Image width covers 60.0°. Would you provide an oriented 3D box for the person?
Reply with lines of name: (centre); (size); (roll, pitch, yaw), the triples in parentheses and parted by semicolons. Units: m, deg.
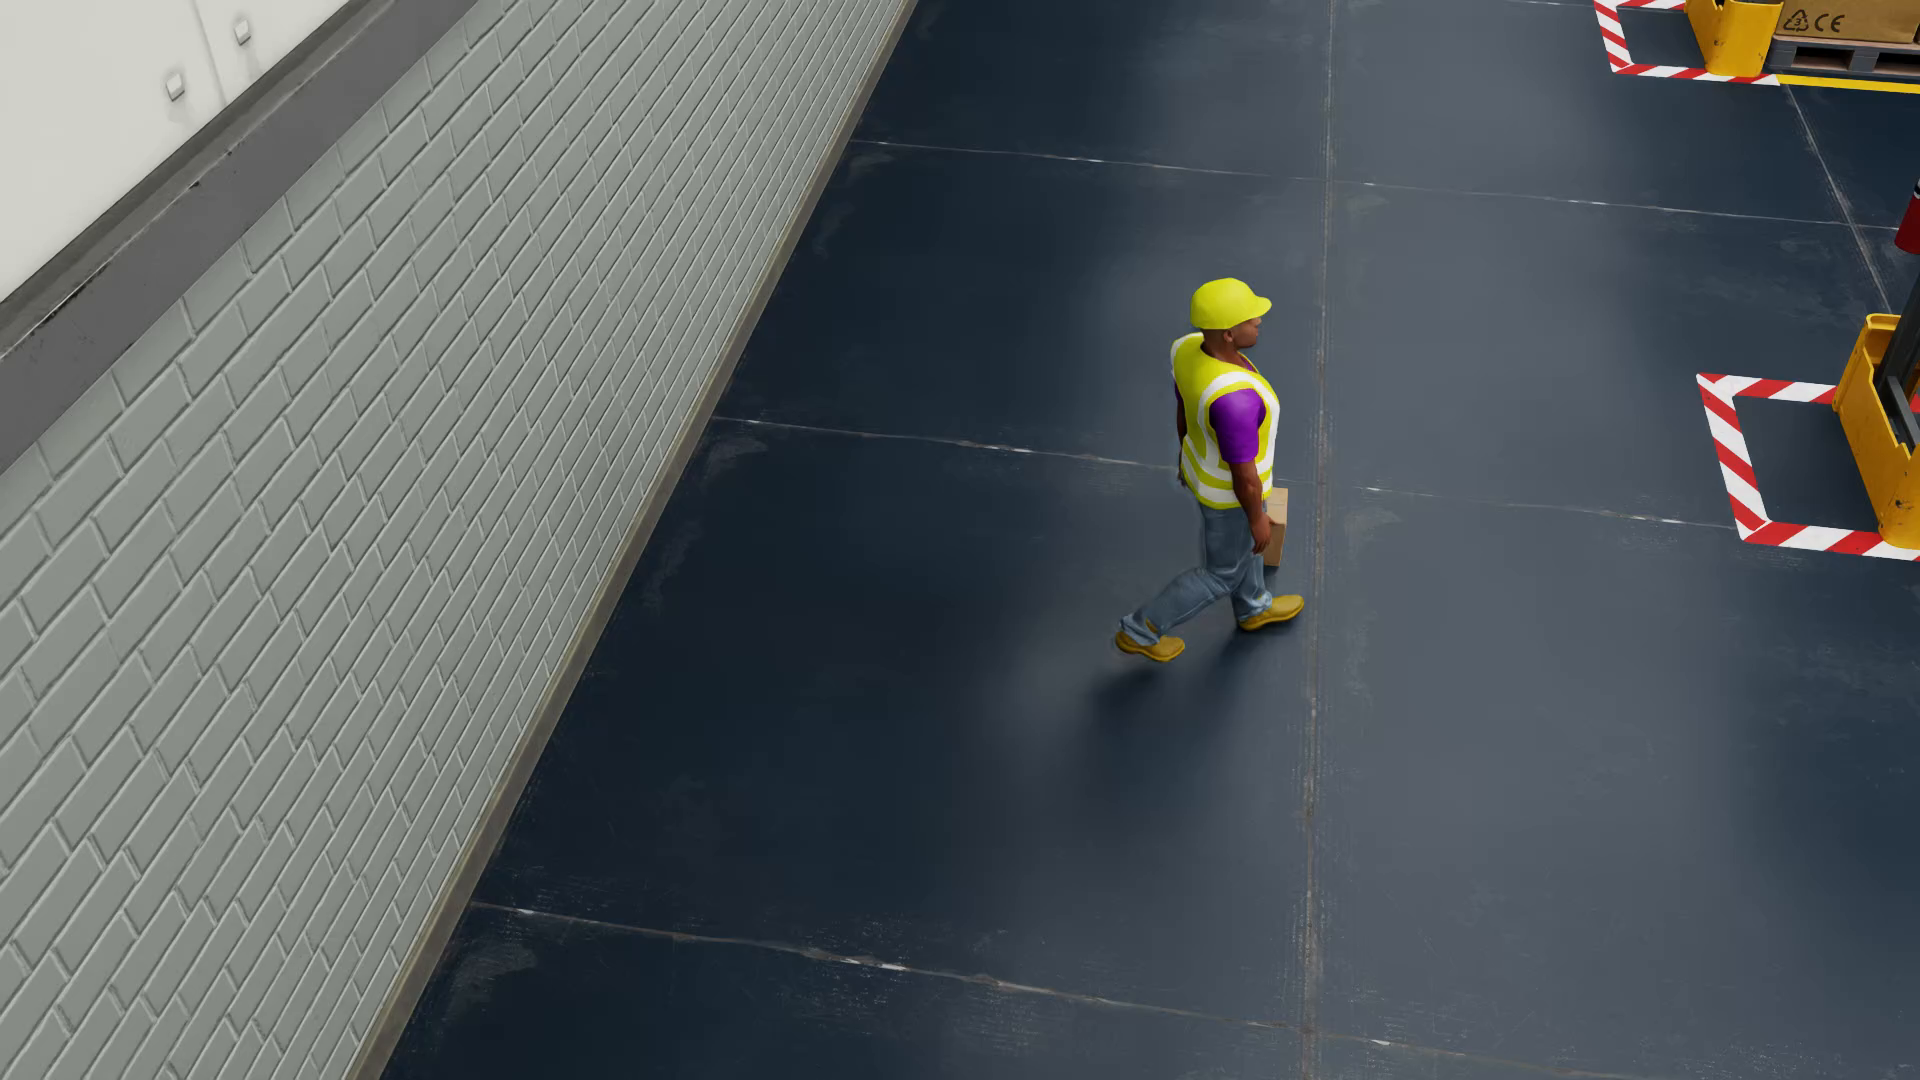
person: (1.049, -0.233, 6.414); (0.897, 1.742, 0.581); (-7, 41, -8)
